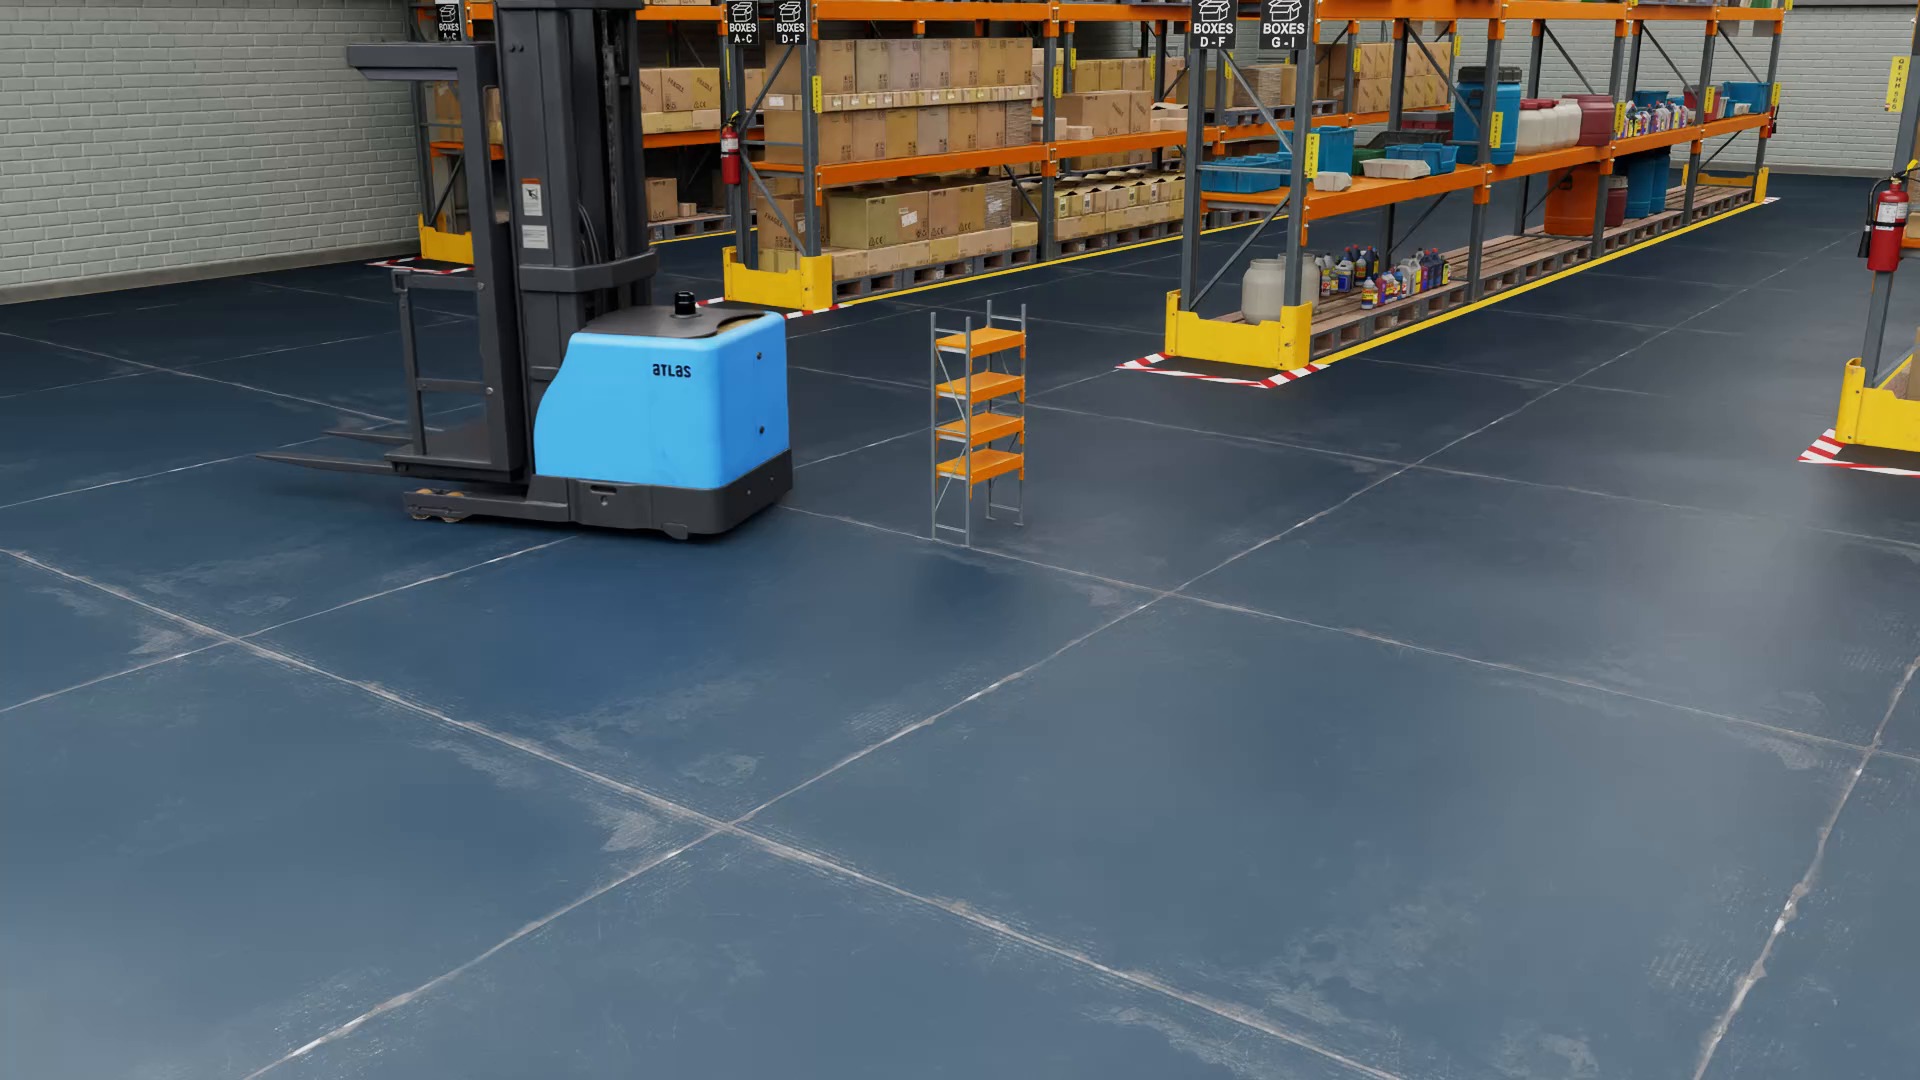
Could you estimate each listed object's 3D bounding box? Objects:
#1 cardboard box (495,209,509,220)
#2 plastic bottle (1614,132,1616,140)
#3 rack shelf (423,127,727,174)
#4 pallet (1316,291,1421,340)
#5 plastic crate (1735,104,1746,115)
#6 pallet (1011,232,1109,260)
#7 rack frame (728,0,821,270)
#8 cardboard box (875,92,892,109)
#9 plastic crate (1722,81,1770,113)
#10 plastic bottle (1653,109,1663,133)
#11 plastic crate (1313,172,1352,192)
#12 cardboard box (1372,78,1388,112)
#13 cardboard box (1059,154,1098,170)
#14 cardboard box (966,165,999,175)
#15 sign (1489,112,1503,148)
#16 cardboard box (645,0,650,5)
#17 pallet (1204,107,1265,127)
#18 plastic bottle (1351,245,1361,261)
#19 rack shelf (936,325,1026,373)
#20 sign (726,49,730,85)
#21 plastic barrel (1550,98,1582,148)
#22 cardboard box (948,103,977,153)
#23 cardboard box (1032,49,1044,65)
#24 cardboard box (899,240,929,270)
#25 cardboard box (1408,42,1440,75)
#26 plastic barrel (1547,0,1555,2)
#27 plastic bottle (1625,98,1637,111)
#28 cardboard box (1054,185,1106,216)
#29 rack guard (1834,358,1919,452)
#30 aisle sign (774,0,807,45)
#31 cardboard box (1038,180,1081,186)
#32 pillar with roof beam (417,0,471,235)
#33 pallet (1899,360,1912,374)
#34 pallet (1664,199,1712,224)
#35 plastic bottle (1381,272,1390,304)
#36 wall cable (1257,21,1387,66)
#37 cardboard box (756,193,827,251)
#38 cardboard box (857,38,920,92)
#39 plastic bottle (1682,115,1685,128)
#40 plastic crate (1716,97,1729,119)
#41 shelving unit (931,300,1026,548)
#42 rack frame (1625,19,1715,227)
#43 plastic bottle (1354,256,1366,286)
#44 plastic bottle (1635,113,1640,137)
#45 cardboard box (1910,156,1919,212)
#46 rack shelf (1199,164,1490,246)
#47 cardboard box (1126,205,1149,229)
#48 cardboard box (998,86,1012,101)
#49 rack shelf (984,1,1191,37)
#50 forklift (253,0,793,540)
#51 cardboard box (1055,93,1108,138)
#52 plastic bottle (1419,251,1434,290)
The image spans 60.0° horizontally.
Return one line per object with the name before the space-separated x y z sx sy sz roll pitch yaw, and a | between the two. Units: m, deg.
cardboard box | -5.252 -3.695 19.375 0.500 0.311 0.500 10 20 29
plastic bottle | 7.504 -4.761 19.227 0.152 0.276 0.135 12 21 35
rack shelf | -4.544 -4.752 20.203 1.077 0.370 4.000 12 21 35
pallet | 3.444 -2.046 14.975 1.003 0.211 1.213 12 21 35
plastic crate | 11.229 -6.290 24.284 0.396 0.136 0.243 12 21 35
pallet | 1.035 -3.549 19.815 1.003 0.211 1.213 12 21 35
rack frame | -1.756 -3.745 15.746 1.000 3.000 0.127 12 21 35
cardboard box | -0.892 -4.340 16.400 0.380 0.149 0.250 12 21 34
plastic crate | 11.704 -6.613 24.819 0.616 0.435 0.499 12 21 35
plastic bottle | 8.659 -5.222 20.712 0.152 0.276 0.135 12 21 35
plastic crate | 3.012 -2.899 13.467 0.298 0.136 0.250 12 21 35
cardboard box | 6.220 -6.847 25.565 0.500 0.500 0.500 13 21 36
cardboard box | 1.942 -6.645 28.589 0.700 0.500 0.500 13 21 35
cardboard box | 0.101 -6.058 26.112 0.750 0.750 0.750 12 21 34
sign | 5.039 -3.854 15.630 0.100 0.325 0.005 12 21 35
cardboard box | -4.066 -6.641 19.812 0.500 0.500 0.500 11 21 33
pallet | 3.359 -5.733 22.470 1.213 0.211 1.003 12 21 35
plastic bottle | 3.789 -2.648 15.937 0.144 0.351 0.185 13 22 36
rack shelf | 0.099 -0.988 8.576 0.258 0.148 0.480 12 21 35
sign | -2.183 -4.510 15.859 0.100 0.325 0.005 12 21 35
plastic barrel | 6.546 -4.545 18.133 0.421 0.512 0.421 0 17 0
cardboard box | -0.243 -4.393 17.664 0.700 0.500 0.500 13 21 35
cardboard box | 1.029 -7.759 26.702 0.500 0.250 0.500 13 21 36
cardboard box | -0.664 -2.960 17.145 0.500 0.250 0.500 12 21 35
cardboard box | 7.433 -7.806 26.969 0.500 0.500 0.500 13 22 36
plastic barrel | 6.323 -6.289 18.035 0.600 0.901 0.600 0 17 0
plastic bottle | 8.876 -5.667 22.019 0.144 0.351 0.185 12 21 35
cardboard box | 1.377 -4.026 19.632 0.500 0.311 0.500 12 21 34
rack guard | 6.243 -0.818 10.535 1.175 0.500 0.348 12 21 35
aisle sign | -1.549 -4.917 15.136 0.394 0.787 0.004 12 21 35
cardboard box | 1.243 -4.244 20.334 0.500 0.311 0.500 12 21 35
pillar with roof beam | -2.556 -7.044 16.252 9.100 9.000 0.400 12 21 35
pallet | 7.483 -1.157 12.113 1.003 0.211 1.213 12 21 35
pallet | 9.777 -4.577 23.128 1.003 0.211 1.213 12 21 35
plastic bottle | 3.755 -2.235 14.740 0.097 0.271 0.097 0 17 0
wall cable | 7.454 -11.097 34.539 3.097 2.526 0.112 12 21 35
cardboard box | -1.675 -3.171 16.561 0.500 0.500 0.500 12 21 35
cardboard box | -0.827 -4.780 16.724 0.700 0.500 0.500 13 21 35
plastic bottle | 9.348 -5.449 21.567 0.097 0.201 0.097 0 17 0
plastic crate | 10.428 -6.030 23.203 0.437 0.282 0.530 12 21 35
shelving unit | 0.099 -0.612 8.693 0.258 1.200 0.503 12 21 35
rack frame | 9.370 -5.727 22.128 1.000 3.000 0.127 12 21 35
plastic bottle | 3.800 -2.554 15.769 0.097 0.271 0.097 0 17 0
plastic bottle | 8.088 -4.979 19.935 0.097 0.271 0.097 0 17 0
cardboard box | 6.548 -2.310 10.453 0.875 0.500 0.500 12 21 35
rack shelf | 3.412 -3.002 14.565 1.077 0.370 4.000 12 21 35
cardboard box | 1.983 -4.004 20.508 0.500 0.250 0.500 13 21 36
cardboard box | 0.335 -4.831 17.982 0.380 0.149 0.250 12 21 33
rack shelf | 1.819 -6.263 20.010 1.077 0.370 4.000 12 21 35
forklift | -2.525 -1.635 9.067 3.031 2.935 1.130 5 18 17
cardboard box | 1.412 -5.051 19.783 0.500 0.500 0.500 14 22 39
plastic bottle | 4.337 -2.517 15.515 0.144 0.351 0.185 11 20 32
